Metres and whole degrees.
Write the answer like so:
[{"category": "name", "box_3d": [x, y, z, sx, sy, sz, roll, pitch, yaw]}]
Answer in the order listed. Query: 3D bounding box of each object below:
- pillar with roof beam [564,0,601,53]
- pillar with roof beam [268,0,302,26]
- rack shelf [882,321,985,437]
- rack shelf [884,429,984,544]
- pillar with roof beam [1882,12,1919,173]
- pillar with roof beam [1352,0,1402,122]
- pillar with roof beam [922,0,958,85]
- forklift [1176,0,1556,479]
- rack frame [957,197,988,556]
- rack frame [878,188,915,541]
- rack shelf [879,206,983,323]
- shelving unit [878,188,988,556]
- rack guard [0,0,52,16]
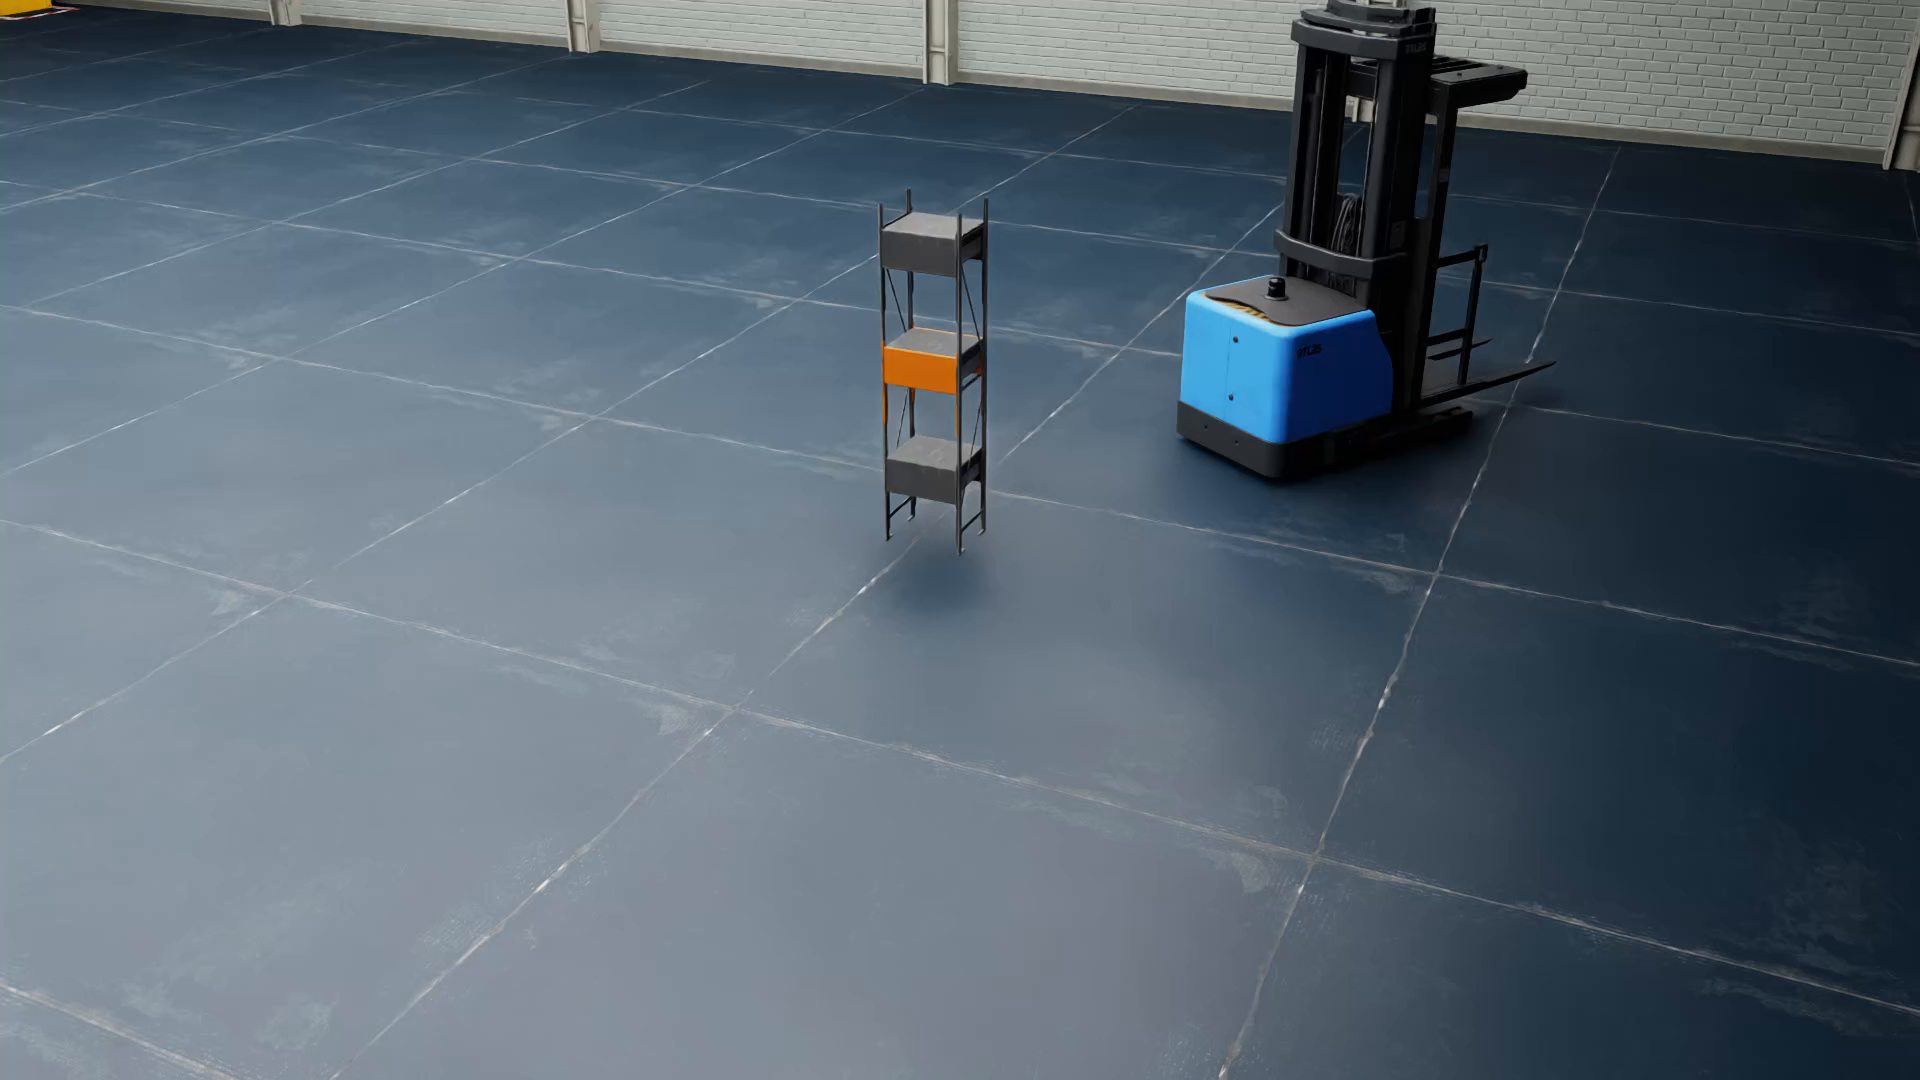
[{"category": "pillar with roof beam", "box_3d": [-7.520, -9.800, 19.967, 0.400, 9.000, 9.100, 11, 28, 22]}, {"category": "pillar with roof beam", "box_3d": [-12.982, -10.897, 22.195, 0.400, 9.000, 9.100, 11, 28, 22]}, {"category": "rack shelf", "box_3d": [-0.151, -0.960, 9.854, 0.480, 0.518, 0.431, 11, 28, 22]}, {"category": "rack shelf", "box_3d": [-0.151, -0.332, 10.163, 0.480, 0.518, 0.431, 11, 28, 22]}, {"category": "pillar with roof beam", "box_3d": [8.865, -6.509, 13.282, 0.400, 9.000, 9.100, 11, 28, 22]}, {"category": "pillar with roof beam", "box_3d": [3.404, -7.606, 15.510, 0.400, 9.000, 9.100, 11, 28, 22]}, {"category": "pillar with roof beam", "box_3d": [-2.058, -8.703, 17.739, 0.400, 9.000, 9.100, 11, 28, 22]}, {"category": "forklift", "box_3d": [3.022, -2.204, 11.408, 3.031, 2.935, 1.130, -16, 31, -30]}, {"category": "rack frame", "box_3d": [0.071, -0.928, 9.757, 0.015, 2.100, 0.400, 11, 28, 22]}, {"category": "rack frame", "box_3d": [-0.373, -1.017, 9.938, 0.015, 2.100, 0.400, 11, 28, 22]}, {"category": "rack shelf", "box_3d": [-0.151, -1.588, 9.545, 0.480, 0.518, 0.431, 11, 28, 22]}, {"category": "shelving unit", "box_3d": [-0.151, -0.972, 9.848, 0.503, 2.100, 0.431, 11, 28, 22]}, {"category": "rack guard", "box_3d": [-16.379, -9.418, 28.813, 0.348, 0.500, 1.175, 11, 28, 22]}]
